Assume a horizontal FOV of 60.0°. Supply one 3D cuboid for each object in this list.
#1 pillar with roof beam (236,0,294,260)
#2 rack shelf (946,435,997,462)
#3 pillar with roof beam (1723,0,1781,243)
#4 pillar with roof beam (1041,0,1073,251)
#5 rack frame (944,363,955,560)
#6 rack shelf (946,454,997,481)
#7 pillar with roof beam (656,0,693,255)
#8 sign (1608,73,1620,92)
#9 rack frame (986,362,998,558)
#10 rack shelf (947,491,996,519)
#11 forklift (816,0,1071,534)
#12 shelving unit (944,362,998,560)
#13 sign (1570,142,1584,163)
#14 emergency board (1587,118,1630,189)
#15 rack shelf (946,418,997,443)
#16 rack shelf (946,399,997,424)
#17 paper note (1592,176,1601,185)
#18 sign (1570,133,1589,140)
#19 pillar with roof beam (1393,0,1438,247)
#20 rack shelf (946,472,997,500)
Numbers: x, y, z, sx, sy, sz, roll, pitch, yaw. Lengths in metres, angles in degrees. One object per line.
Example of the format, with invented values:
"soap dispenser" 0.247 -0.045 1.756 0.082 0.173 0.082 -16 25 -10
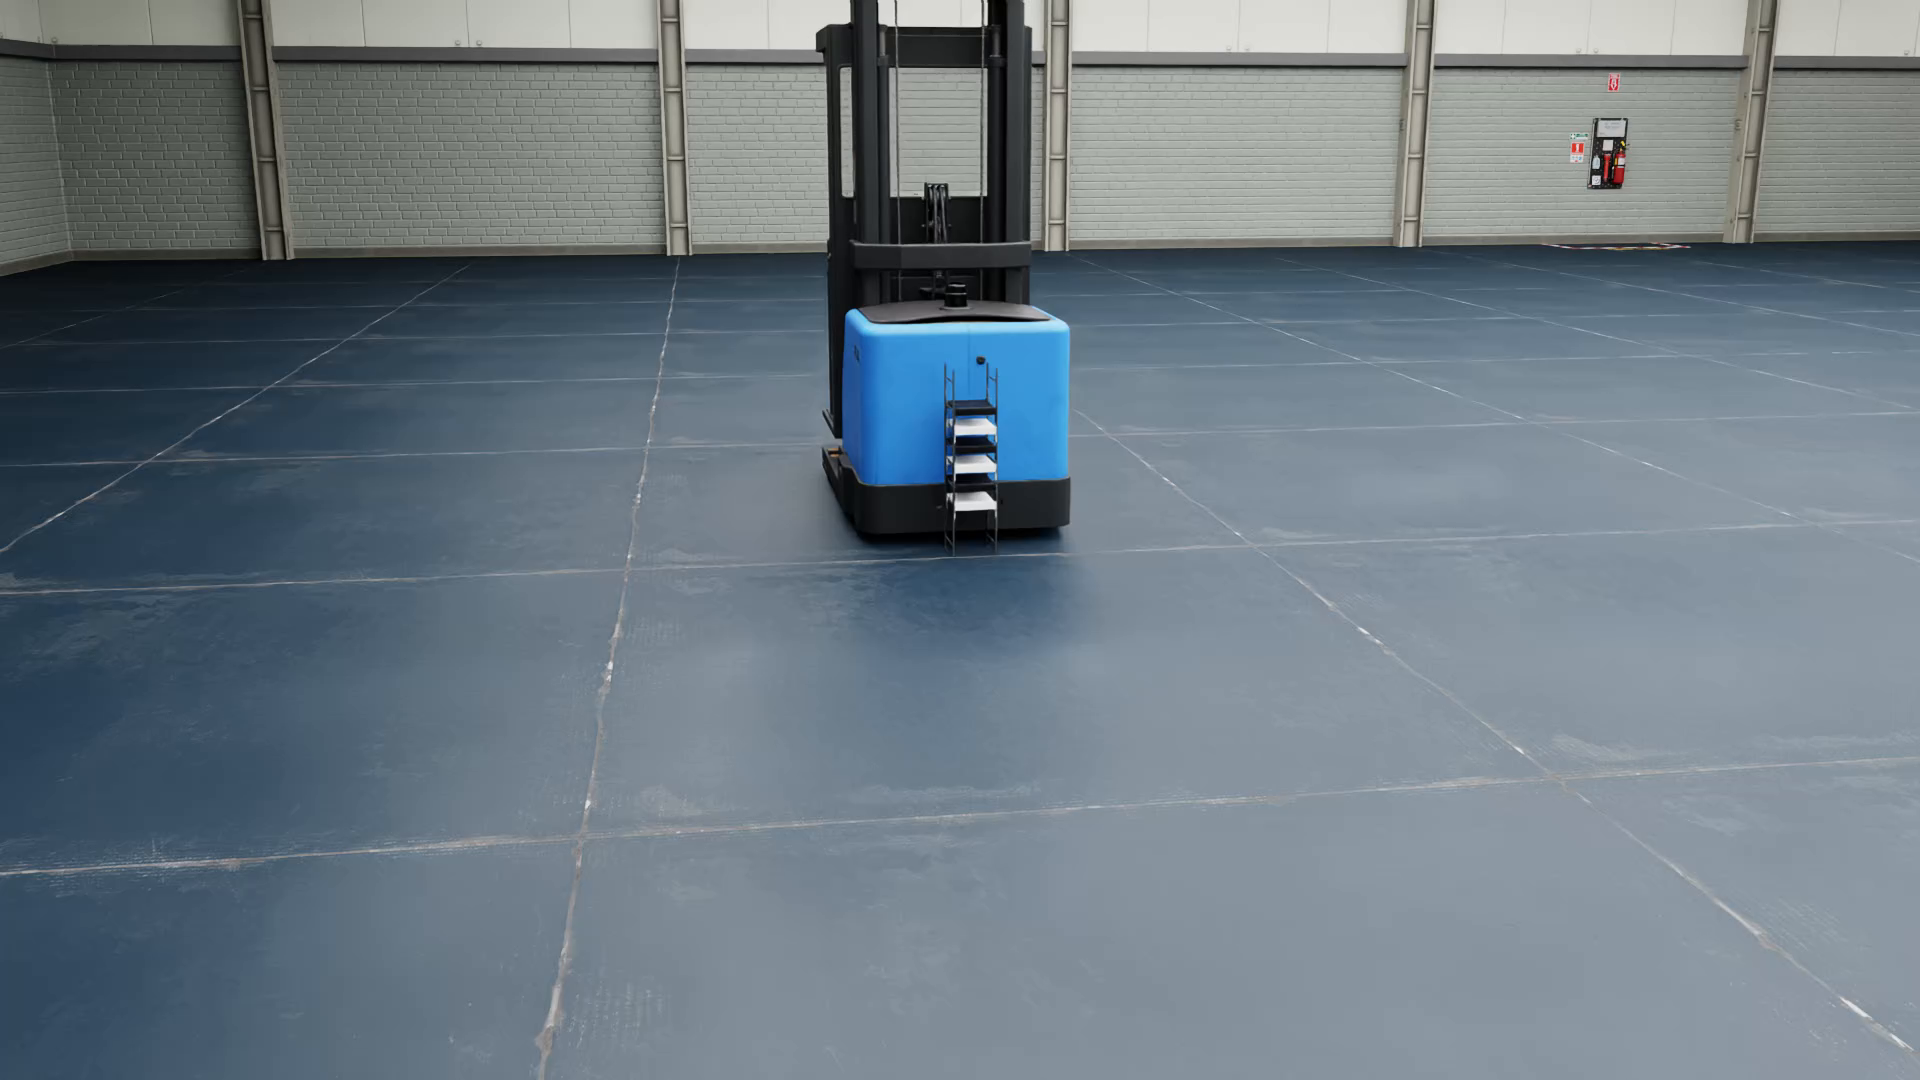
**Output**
"pillar with roof beam" -9.686 -7.588 19.981 0.400 9.000 9.100 -2 14 -8
"rack shelf" 0.050 -0.431 7.857 0.200 0.077 0.258 -3 14 -10
"pillar with roof beam" 14.046 -8.458 23.449 0.400 9.000 9.100 -2 14 -8
"pillar with roof beam" 2.180 -8.023 21.715 0.400 9.000 9.100 -2 14 -8
"rack frame" -0.050 -0.371 7.853 0.006 0.900 0.240 -3 14 -10
"rack shelf" 0.050 -0.344 7.879 0.200 0.077 0.258 -3 14 -10
"pillar with roof beam" -3.753 -7.806 20.848 0.400 9.000 9.100 -2 14 -8
"sign" 10.933 -7.652 27.800 0.199 0.298 0.001 -2 14 -8
"rack frame" 0.150 -0.381 7.889 0.006 0.900 0.240 -3 14 -10
"rack shelf" 0.050 -0.169 7.923 0.200 0.077 0.258 -3 14 -10
"forklift" -0.202 -1.760 9.215 1.130 2.935 3.031 -2 14 -9
"shelving unit" 0.050 -0.376 7.871 0.210 0.900 0.258 -3 14 -10
"sign" 10.394 -6.526 28.002 0.234 0.329 0.001 -2 14 -8
"emergency board" 10.956 -6.503 27.988 0.643 1.169 0.194 -2 14 -8
"rack shelf" 0.050 -0.518 7.836 0.200 0.077 0.258 -3 14 -10
"rack shelf" 0.050 -0.606 7.814 0.200 0.077 0.258 -3 14 -10
"paper note" 10.770 -6.086 28.135 0.142 0.148 0.016 -2 14 -8
"sign" 10.399 -6.781 27.930 0.331 0.109 0.001 -2 14 -8
"pillar with roof beam" 8.113 -8.241 22.582 0.400 9.000 9.100 -2 14 -8
"rack shelf" 0.050 -0.256 7.901 0.200 0.077 0.258 -3 14 -10
